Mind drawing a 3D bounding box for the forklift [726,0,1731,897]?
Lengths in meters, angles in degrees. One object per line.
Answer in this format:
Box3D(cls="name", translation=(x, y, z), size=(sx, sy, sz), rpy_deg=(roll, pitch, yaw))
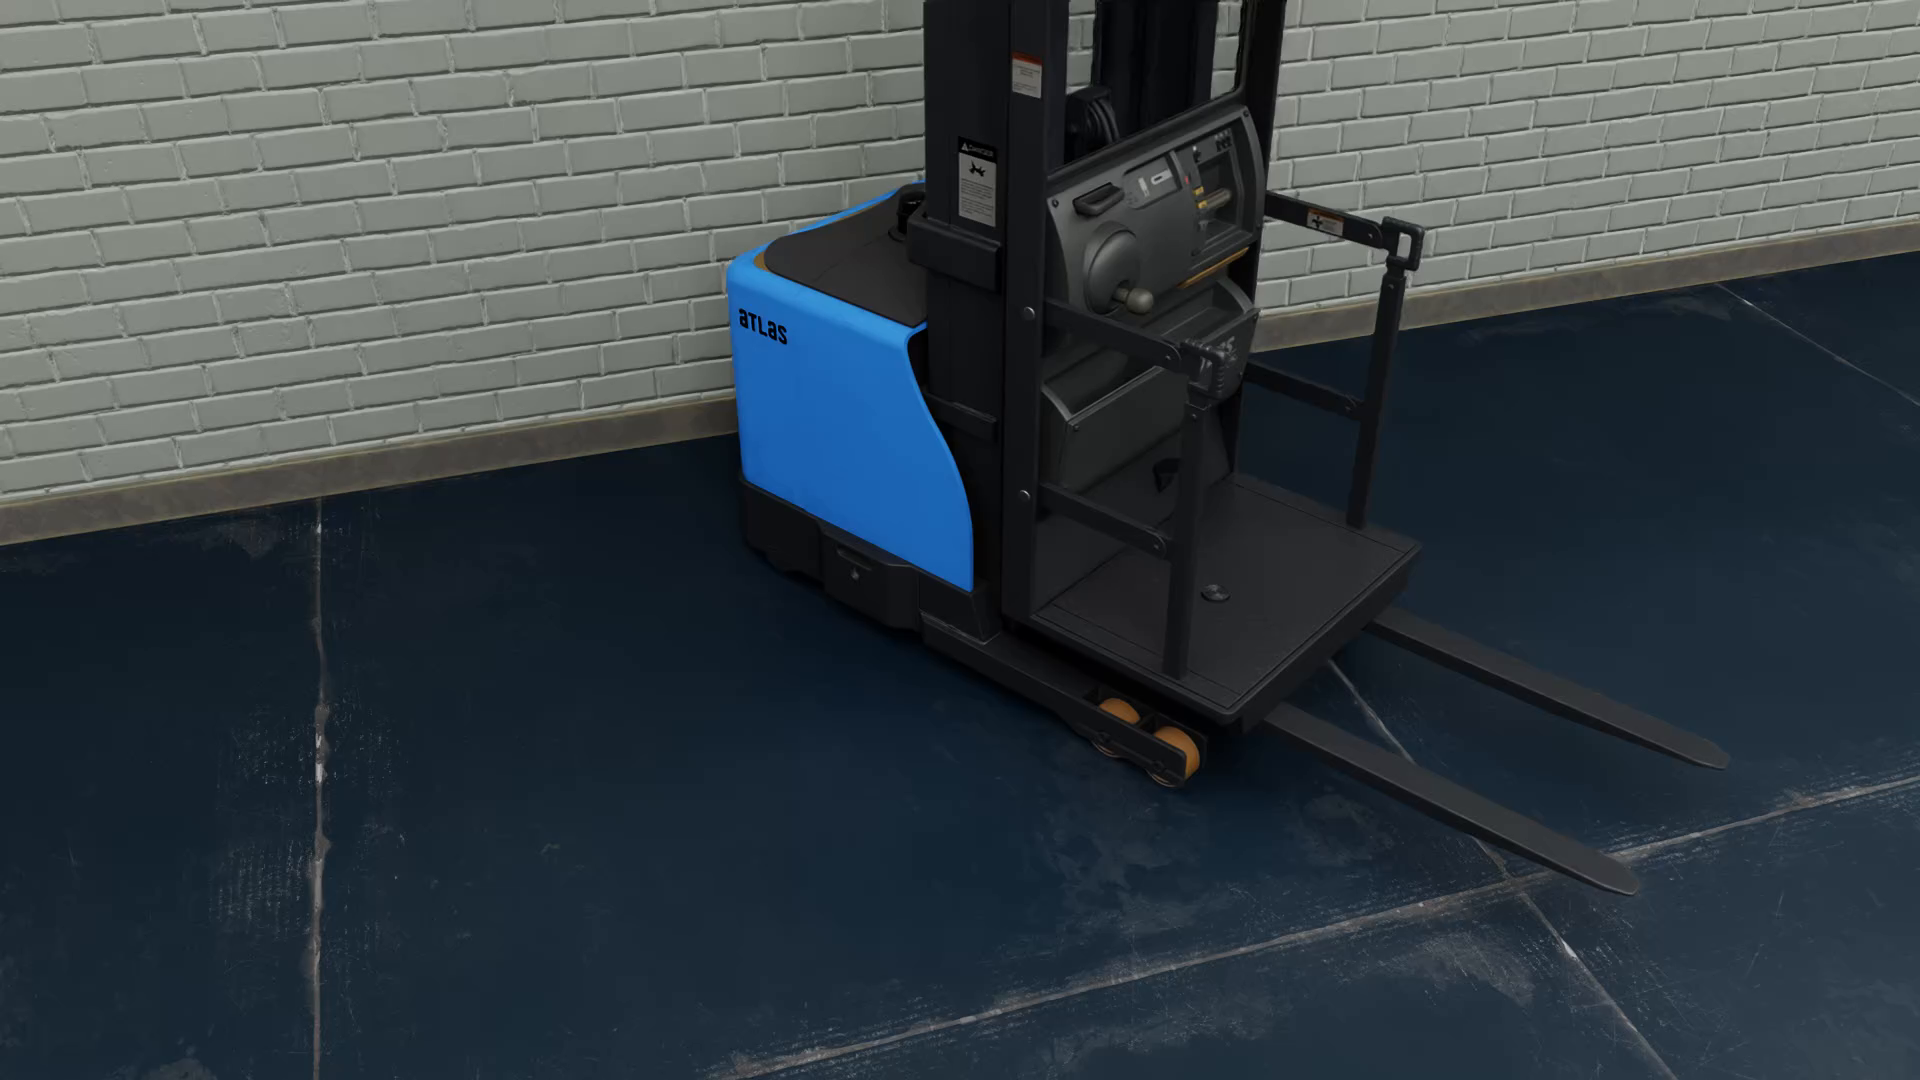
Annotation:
Box3D(cls="forklift", translation=(0.706, -0.857, 4.388), size=(3.031, 2.935, 1.130), rpy_deg=(25, 41, 33))
